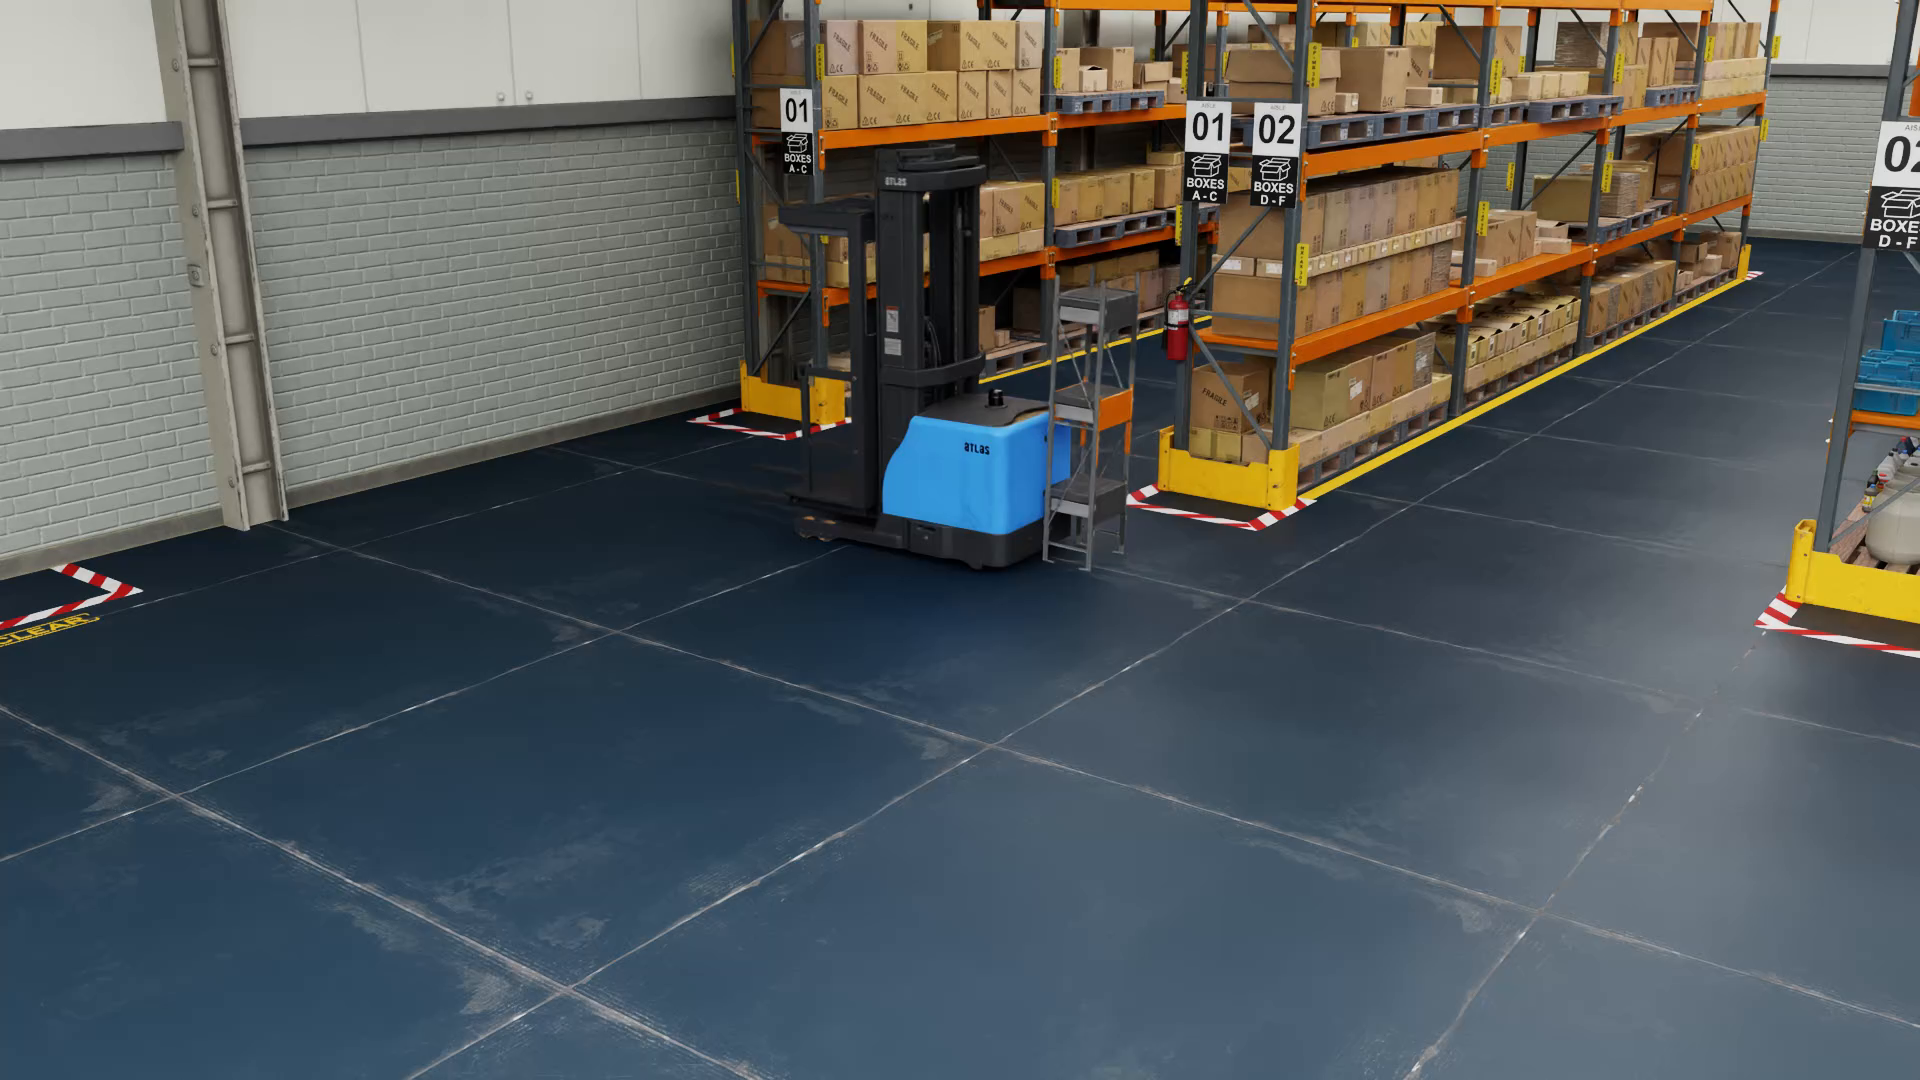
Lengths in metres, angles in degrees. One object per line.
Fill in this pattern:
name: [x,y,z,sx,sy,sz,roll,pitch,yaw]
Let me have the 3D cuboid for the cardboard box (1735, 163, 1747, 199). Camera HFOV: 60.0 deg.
cardboard box: [11.421,-5.391,24.877,0.500,0.500,0.500,13,21,35]

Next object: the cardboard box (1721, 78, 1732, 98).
cardboard box: [10.481,-6.340,23.296,0.500,0.250,0.500,12,21,35]

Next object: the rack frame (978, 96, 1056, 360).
rack frame: [0.645,-3.638,19.402,1.000,3.000,0.127,12,21,35]

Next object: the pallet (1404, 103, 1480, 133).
pallet: [4.138,-3.946,15.486,1.003,0.211,1.213,12,21,35]

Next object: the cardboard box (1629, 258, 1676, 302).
cardboard box: [9.328,-3.518,22.486,0.500,0.500,0.500,12,21,34]

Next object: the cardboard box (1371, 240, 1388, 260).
cardboard box: [3.565,-2.590,14.764,0.380,0.149,0.250,13,21,35]

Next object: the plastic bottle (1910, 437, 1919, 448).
plastic bottle: [7.889,-0.717,13.845,0.152,0.276,0.135,13,22,37]

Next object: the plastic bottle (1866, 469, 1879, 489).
plastic bottle: [7.015,-0.394,12.793,0.061,0.283,0.133,13,22,36]

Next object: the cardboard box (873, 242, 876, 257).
cardboard box: [-0.910,-3.158,16.811,0.500,0.500,0.500,12,21,35]

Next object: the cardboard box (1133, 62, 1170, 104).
cardboard box: [2.181,-5.790,21.066,0.797,0.503,0.637,16,24,42]

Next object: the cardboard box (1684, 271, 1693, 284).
cardboard box: [10.323,-3.796,23.945,0.380,0.166,0.250,12,21,35]

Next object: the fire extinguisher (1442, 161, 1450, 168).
fire extinguisher: [8.255,-6.236,28.526,0.296,0.674,0.183,12,21,35]

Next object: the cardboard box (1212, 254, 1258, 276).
cardboard box: [2.317,-2.293,13.809,0.380,0.149,0.250,12,21,34]

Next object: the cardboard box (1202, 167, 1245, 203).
cardboard box: [3.523,-4.861,22.635,0.500,0.500,0.500,13,22,36]

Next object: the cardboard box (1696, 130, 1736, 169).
cardboard box: [10.819,-5.626,23.947,0.500,0.500,0.500,13,22,36]

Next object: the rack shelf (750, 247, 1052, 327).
rack shelf: [-0.547,-2.818,17.975,1.077,0.370,4.000,12,21,35]

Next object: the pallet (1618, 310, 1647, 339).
pallet: [8.211,-2.845,21.551,1.003,0.211,1.213,12,21,35]

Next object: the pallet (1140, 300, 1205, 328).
pallet: [2.561,-3.074,22.285,1.003,0.211,1.213,12,21,35]

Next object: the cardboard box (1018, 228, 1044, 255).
cardboard box: [0.606,-3.410,18.886,0.500,0.250,0.500,12,21,35]

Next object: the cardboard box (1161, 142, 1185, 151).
cardboard box: [3.090,-5.302,22.792,0.500,0.250,0.500,13,22,36]

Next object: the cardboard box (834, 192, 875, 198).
cardboard box: [-1.016,-3.374,17.504,0.500,0.500,0.500,12,21,33]

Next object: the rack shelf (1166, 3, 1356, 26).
rack shelf: [4.220,-7.398,23.280,1.077,0.370,4.000,12,21,35]

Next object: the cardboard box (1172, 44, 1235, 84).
cardboard box: [3.265,-6.405,22.343,0.700,0.500,0.500,11,20,30]

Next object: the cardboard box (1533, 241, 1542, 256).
cardboard box: [6.294,-3.283,18.681,0.380,0.149,0.250,14,22,39]

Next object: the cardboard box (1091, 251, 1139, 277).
cardboard box: [1.949,-3.537,21.284,0.500,0.250,0.500,12,21,34]

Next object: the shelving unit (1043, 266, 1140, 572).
shelving unit: [0.940,-0.868,11.976,0.431,2.100,0.503,13,22,32]

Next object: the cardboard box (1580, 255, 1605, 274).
cardboard box: [8.014,-3.614,21.532,0.500,0.250,0.500,12,21,34]

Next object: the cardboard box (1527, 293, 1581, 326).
cardboard box: [6.894,-2.704,19.375,0.500,0.311,0.500,13,22,36]

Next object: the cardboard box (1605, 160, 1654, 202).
cardboard box: [8.930,-4.844,22.409,0.700,0.500,0.500,5,18,16]

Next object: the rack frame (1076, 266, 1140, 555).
rack frame: [1.078,-0.928,12.168,0.400,2.100,0.015,13,22,32]

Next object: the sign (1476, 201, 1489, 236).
sign: [5.072,-3.117,16.132,0.100,0.325,0.005,12,21,35]

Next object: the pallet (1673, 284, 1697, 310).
pallet: [9.802,-3.501,23.662,1.003,0.211,1.213,12,21,35]

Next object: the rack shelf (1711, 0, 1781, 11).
rack shelf: [10.584,-7.666,23.474,1.077,0.370,4.000,12,21,35]

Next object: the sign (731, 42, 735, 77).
sign: [-2.172,-4.644,16.089,0.100,0.325,0.005,12,21,35]

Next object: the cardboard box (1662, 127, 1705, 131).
cardboard box: [10.692,-5.844,24.650,0.500,0.500,0.500,13,21,35]

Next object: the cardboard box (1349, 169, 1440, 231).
cardboard box: [4.066,-3.204,15.647,0.700,0.500,0.500,12,21,35]

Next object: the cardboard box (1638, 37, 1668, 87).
cardboard box: [8.653,-6.128,21.315,0.600,0.600,0.600,12,21,34]

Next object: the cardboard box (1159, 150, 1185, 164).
cardboard box: [2.847,-5.071,22.012,0.380,0.149,0.250,9,20,28]

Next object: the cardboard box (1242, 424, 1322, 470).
cardboard box: [2.740,-0.787,14.149,0.500,0.250,0.500,12,21,35]

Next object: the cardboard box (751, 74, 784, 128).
cardboard box: [-1.693,-4.320,16.336,0.500,0.500,0.500,14,22,39]

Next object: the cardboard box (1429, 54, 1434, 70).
cardboard box: [7.572,-7.884,27.394,0.500,0.250,0.500,13,22,36]

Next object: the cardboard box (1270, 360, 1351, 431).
cardboard box: [3.037,-1.265,14.422,0.500,0.500,0.500,12,21,35]

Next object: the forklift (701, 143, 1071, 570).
forklift: [-0.669,-1.502,12.640,3.031,2.935,1.130,11,20,32]

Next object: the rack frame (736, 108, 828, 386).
rack frame: [-1.739,-2.686,16.334,1.000,3.000,0.127,12,21,35]

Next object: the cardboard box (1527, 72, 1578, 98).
cardboard box: [6.486,-5.032,18.377,0.500,0.250,0.500,13,22,36]

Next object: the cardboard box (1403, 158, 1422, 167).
cardboard box: [7.074,-6.341,27.600,0.980,0.700,0.700,12,21,34]

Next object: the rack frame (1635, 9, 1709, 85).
rack frame: [9.392,-7.534,21.832,1.000,3.000,0.127,12,21,35]

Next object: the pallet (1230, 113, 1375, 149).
pallet: [2.684,-3.365,13.614,1.003,0.211,1.213,12,21,35]

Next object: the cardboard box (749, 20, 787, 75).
cardboard box: [-1.692,-4.802,16.203,0.500,0.500,0.500,14,22,37]

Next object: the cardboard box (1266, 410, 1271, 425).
cardboard box: [2.613,-1.000,14.834,0.500,0.250,0.500,12,21,35]

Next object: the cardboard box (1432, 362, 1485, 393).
cardboard box: [5.065,-1.704,17.100,0.500,0.250,0.500,12,21,33]

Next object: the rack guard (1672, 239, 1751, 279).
rack guard: [11.730,-4.410,26.103,1.175,0.500,0.348,12,21,35]

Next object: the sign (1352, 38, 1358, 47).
sign: [5.853,-7.280,24.669,0.100,0.325,0.005,12,21,35]

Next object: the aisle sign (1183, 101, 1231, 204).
aisle sign: [1.967,-3.089,13.250,0.394,0.787,0.004,12,21,35]

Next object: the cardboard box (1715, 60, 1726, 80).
cardboard box: [10.178,-6.460,22.842,0.500,0.250,0.500,12,21,35]
